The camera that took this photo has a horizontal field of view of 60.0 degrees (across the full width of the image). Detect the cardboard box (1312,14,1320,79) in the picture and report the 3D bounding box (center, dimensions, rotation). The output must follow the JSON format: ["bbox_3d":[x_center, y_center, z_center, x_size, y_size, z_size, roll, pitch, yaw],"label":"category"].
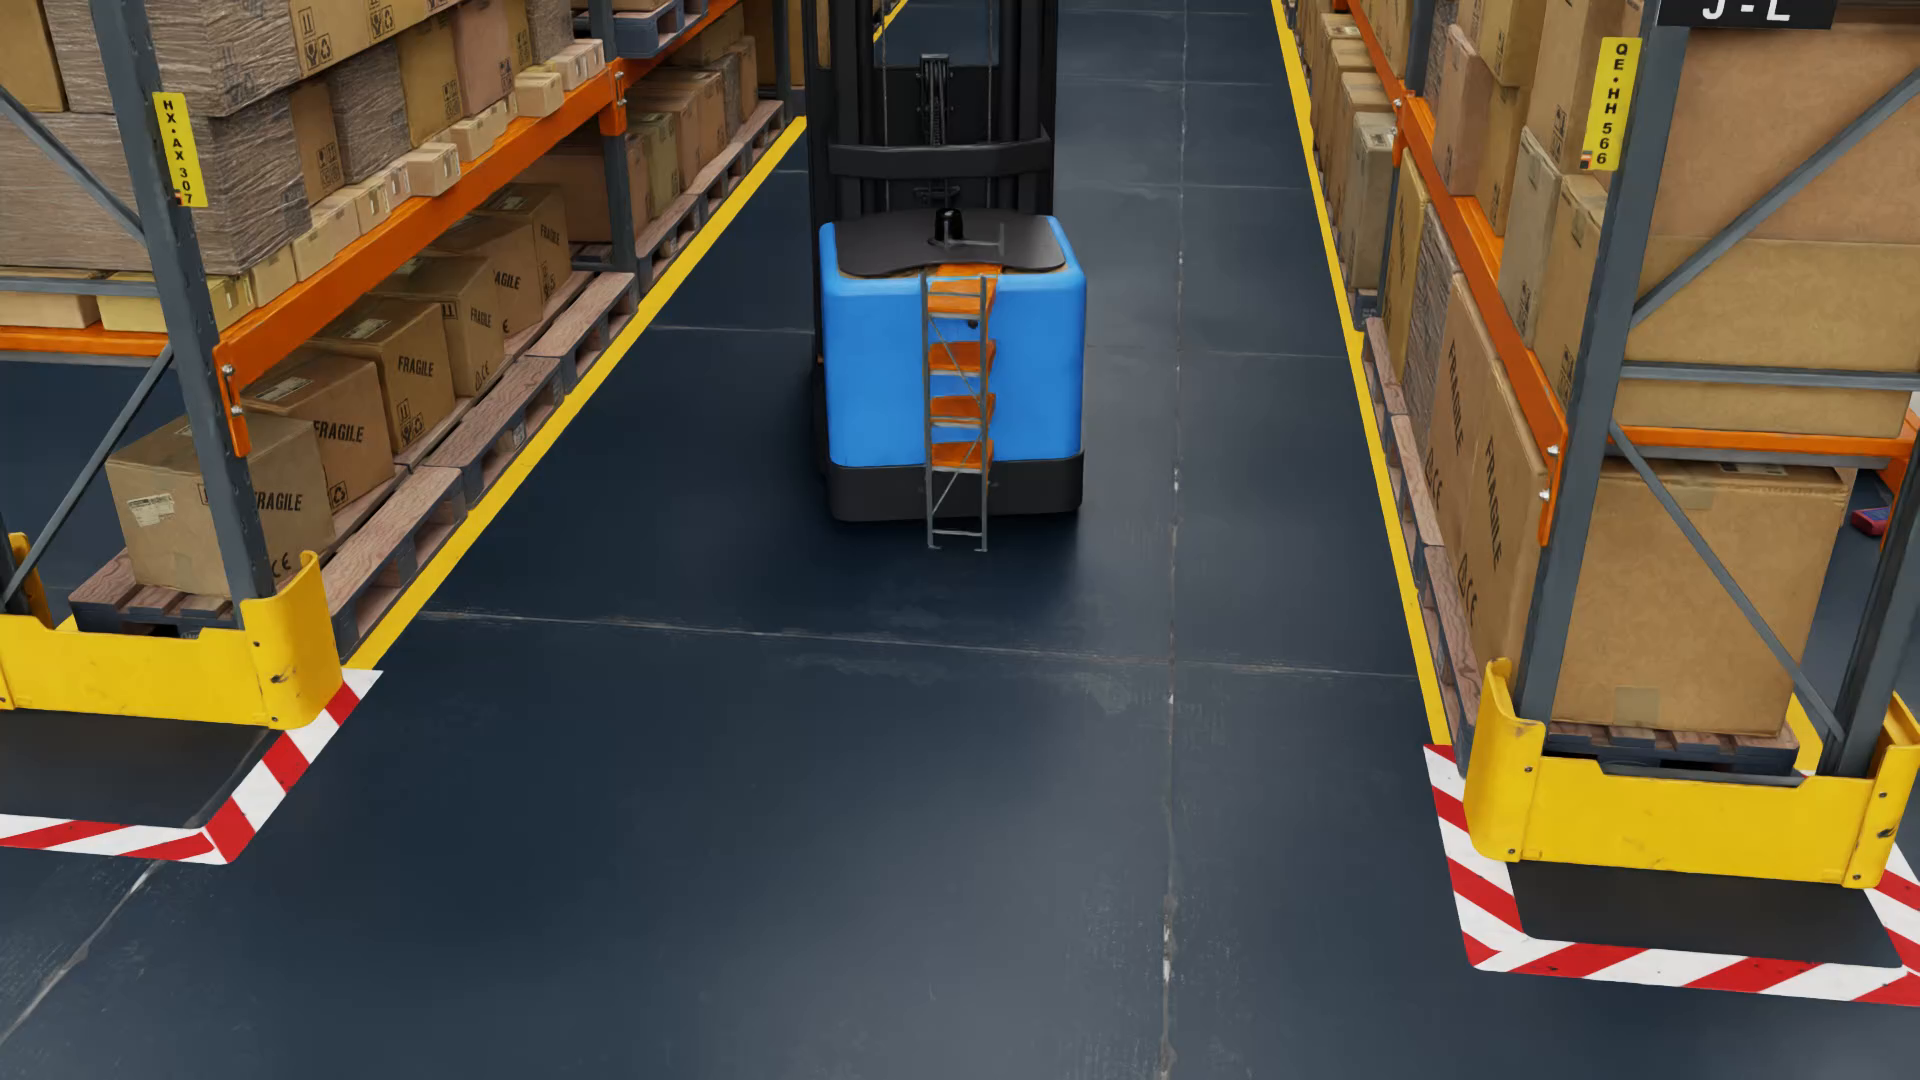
[{"bbox_3d":[3.018,-3.844,12.915,0.500,0.500,0.500,4,29,8],"label":"cardboard box"}]

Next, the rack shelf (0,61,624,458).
[{"bbox_3d":[-2.516,-1.385,6.916,1.077,0.370,4.000,3,28,6],"label":"rack shelf"}]

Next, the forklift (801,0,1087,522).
[{"bbox_3d":[-0.153,-2.035,7.437,1.130,2.935,3.031,-3,28,-5],"label":"forklift"}]

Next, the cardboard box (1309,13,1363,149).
[{"bbox_3d":[2.966,-3.103,11.277,1.050,0.750,0.750,3,28,6],"label":"cardboard box"}]

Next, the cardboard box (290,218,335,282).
[{"bbox_3d":[-2.394,-1.003,5.714,0.380,0.149,0.250,3,28,6],"label":"cardboard box"}]

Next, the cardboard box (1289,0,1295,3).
[{"bbox_3d":[3.329,-5.207,15.816,0.380,0.149,0.250,4,29,7],"label":"cardboard box"}]

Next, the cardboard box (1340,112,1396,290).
[{"bbox_3d":[2.626,-1.799,8.856,1.050,0.750,0.750,3,28,6],"label":"cardboard box"}]

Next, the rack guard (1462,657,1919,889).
[{"bbox_3d":[2.146,0.687,4.947,1.175,0.500,0.348,3,28,6],"label":"rack guard"}]

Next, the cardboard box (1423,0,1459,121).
[{"bbox_3d":[2.606,-2.199,7.511,0.875,0.550,0.550,3,28,6],"label":"cardboard box"}]

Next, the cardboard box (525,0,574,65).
[{"bbox_3d":[-2.387,-2.610,8.013,0.875,0.500,0.500,3,28,6],"label":"cardboard box"}]

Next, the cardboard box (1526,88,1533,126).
[{"bbox_3d":[2.389,-1.184,5.627,0.875,0.550,0.550,3,28,6],"label":"cardboard box"}]

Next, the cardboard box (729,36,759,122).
[{"bbox_3d":[-1.843,-3.303,11.889,0.700,0.500,0.500,2,28,4],"label":"cardboard box"}]

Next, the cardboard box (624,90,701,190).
[{"bbox_3d":[-2.029,-2.511,10.420,0.700,0.500,0.500,1,28,2],"label":"cardboard box"}]

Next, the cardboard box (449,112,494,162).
[{"bbox_3d":[-2.204,-1.709,7.024,0.380,0.149,0.250,3,28,6],"label":"cardboard box"}]

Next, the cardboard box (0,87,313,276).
[{"bbox_3d":[-2.666,-1.192,5.382,0.875,0.500,0.500,3,28,6],"label":"cardboard box"}]

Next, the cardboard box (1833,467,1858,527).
[{"bbox_3d":[3.468,-0.417,6.995,0.500,0.500,0.500,8,29,15],"label":"cardboard box"}]

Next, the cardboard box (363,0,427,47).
[{"bbox_3d":[-2.295,-2.089,5.991,0.500,0.500,0.500,3,28,6],"label":"cardboard box"}]

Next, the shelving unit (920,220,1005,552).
[{"bbox_3d":[0.022,-0.594,6.562,0.258,1.200,0.503,4,33,8],"label":"shelving unit"}]

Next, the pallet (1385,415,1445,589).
[{"bbox_3d":[2.322,-0.150,6.806,1.003,0.211,1.213,3,28,6],"label":"pallet"}]

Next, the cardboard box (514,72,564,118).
[{"bbox_3d":[-2.056,-2.059,7.674,0.380,0.149,0.250,3,28,6],"label":"cardboard box"}]

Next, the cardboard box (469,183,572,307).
[{"bbox_3d":[-2.360,-1.541,8.641,0.500,0.500,0.500,3,28,5],"label":"cardboard box"}]

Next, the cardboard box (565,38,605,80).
[{"bbox_3d":[-2.005,-2.414,8.333,0.380,0.149,0.250,3,28,6],"label":"cardboard box"}]

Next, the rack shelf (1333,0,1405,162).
[{"bbox_3d":[2.884,-2.932,9.788,1.077,0.370,4.000,3,28,6],"label":"rack shelf"}]

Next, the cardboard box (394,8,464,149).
[{"bbox_3d":[-2.547,-1.902,6.699,0.875,0.500,0.500,3,28,6],"label":"cardboard box"}]

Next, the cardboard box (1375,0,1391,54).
[{"bbox_3d":[2.500,-2.850,8.772,0.500,0.500,0.500,3,28,6],"label":"cardboard box"}]

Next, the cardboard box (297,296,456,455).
[{"bbox_3d":[-2.533,-0.714,7.106,0.500,0.500,0.500,6,29,11],"label":"cardboard box"}]

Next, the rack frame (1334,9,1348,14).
[{"bbox_3d":[3.129,-4.190,11.365,1.000,3.000,0.127,3,28,6],"label":"rack frame"}]

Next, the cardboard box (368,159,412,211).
[{"bbox_3d":[-2.343,-1.359,6.374,0.380,0.149,0.250,3,28,6],"label":"cardboard box"}]

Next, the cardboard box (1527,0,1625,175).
[{"bbox_3d":[2.209,-1.402,4.894,0.875,0.550,0.550,3,28,6],"label":"cardboard box"}]

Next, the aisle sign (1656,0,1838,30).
[{"bbox_3d":[1.843,-1.553,3.729,0.394,0.787,0.004,3,28,6],"label":"aisle sign"}]

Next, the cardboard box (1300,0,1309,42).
[{"bbox_3d":[3.203,-4.576,14.274,0.500,0.500,0.500,5,29,8],"label":"cardboard box"}]

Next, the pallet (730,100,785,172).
[{"bbox_3d":[-1.878,-2.931,11.967,1.003,0.211,1.213,3,28,6],"label":"pallet"}]

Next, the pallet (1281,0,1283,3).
[{"bbox_3d":[3.814,-5.739,17.181,1.003,0.211,1.213,3,28,6],"label":"pallet"}]

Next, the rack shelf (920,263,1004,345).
[{"bbox_3d":[0.018,-0.925,6.349,0.258,0.148,0.480,4,33,8],"label":"rack shelf"}]

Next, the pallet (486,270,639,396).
[{"bbox_3d":[-2.318,-1.097,8.564,1.003,0.211,1.213,3,28,6],"label":"pallet"}]

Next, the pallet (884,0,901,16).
[{"bbox_3d":[-1.120,-5.535,16.801,1.003,0.211,1.213,3,28,6],"label":"pallet"}]

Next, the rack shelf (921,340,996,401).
[{"bbox_3d":[0.020,-0.726,6.477,0.258,0.148,0.480,4,33,8],"label":"rack shelf"}]

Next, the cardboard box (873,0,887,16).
[{"bbox_3d":[-1.349,-5.356,15.326,1.225,0.875,0.875,3,29,6],"label":"cardboard box"}]

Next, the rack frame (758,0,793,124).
[{"bbox_3d":[-1.781,-4.526,11.988,1.000,3.000,0.127,3,28,6],"label":"rack frame"}]

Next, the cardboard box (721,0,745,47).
[{"bbox_3d":[-1.833,-3.632,11.710,0.500,0.250,0.500,4,29,8],"label":"cardboard box"}]

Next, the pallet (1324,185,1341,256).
[{"bbox_3d":[2.806,-2.023,10.283,1.003,0.211,1.213,3,28,6],"label":"pallet"}]

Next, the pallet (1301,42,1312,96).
[{"bbox_3d":[3.379,-3.903,13.772,1.003,0.211,1.213,3,28,6],"label":"pallet"}]

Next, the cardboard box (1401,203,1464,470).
[{"bbox_3d":[2.386,-0.840,6.944,0.875,0.875,0.875,4,29,7],"label":"cardboard box"}]
